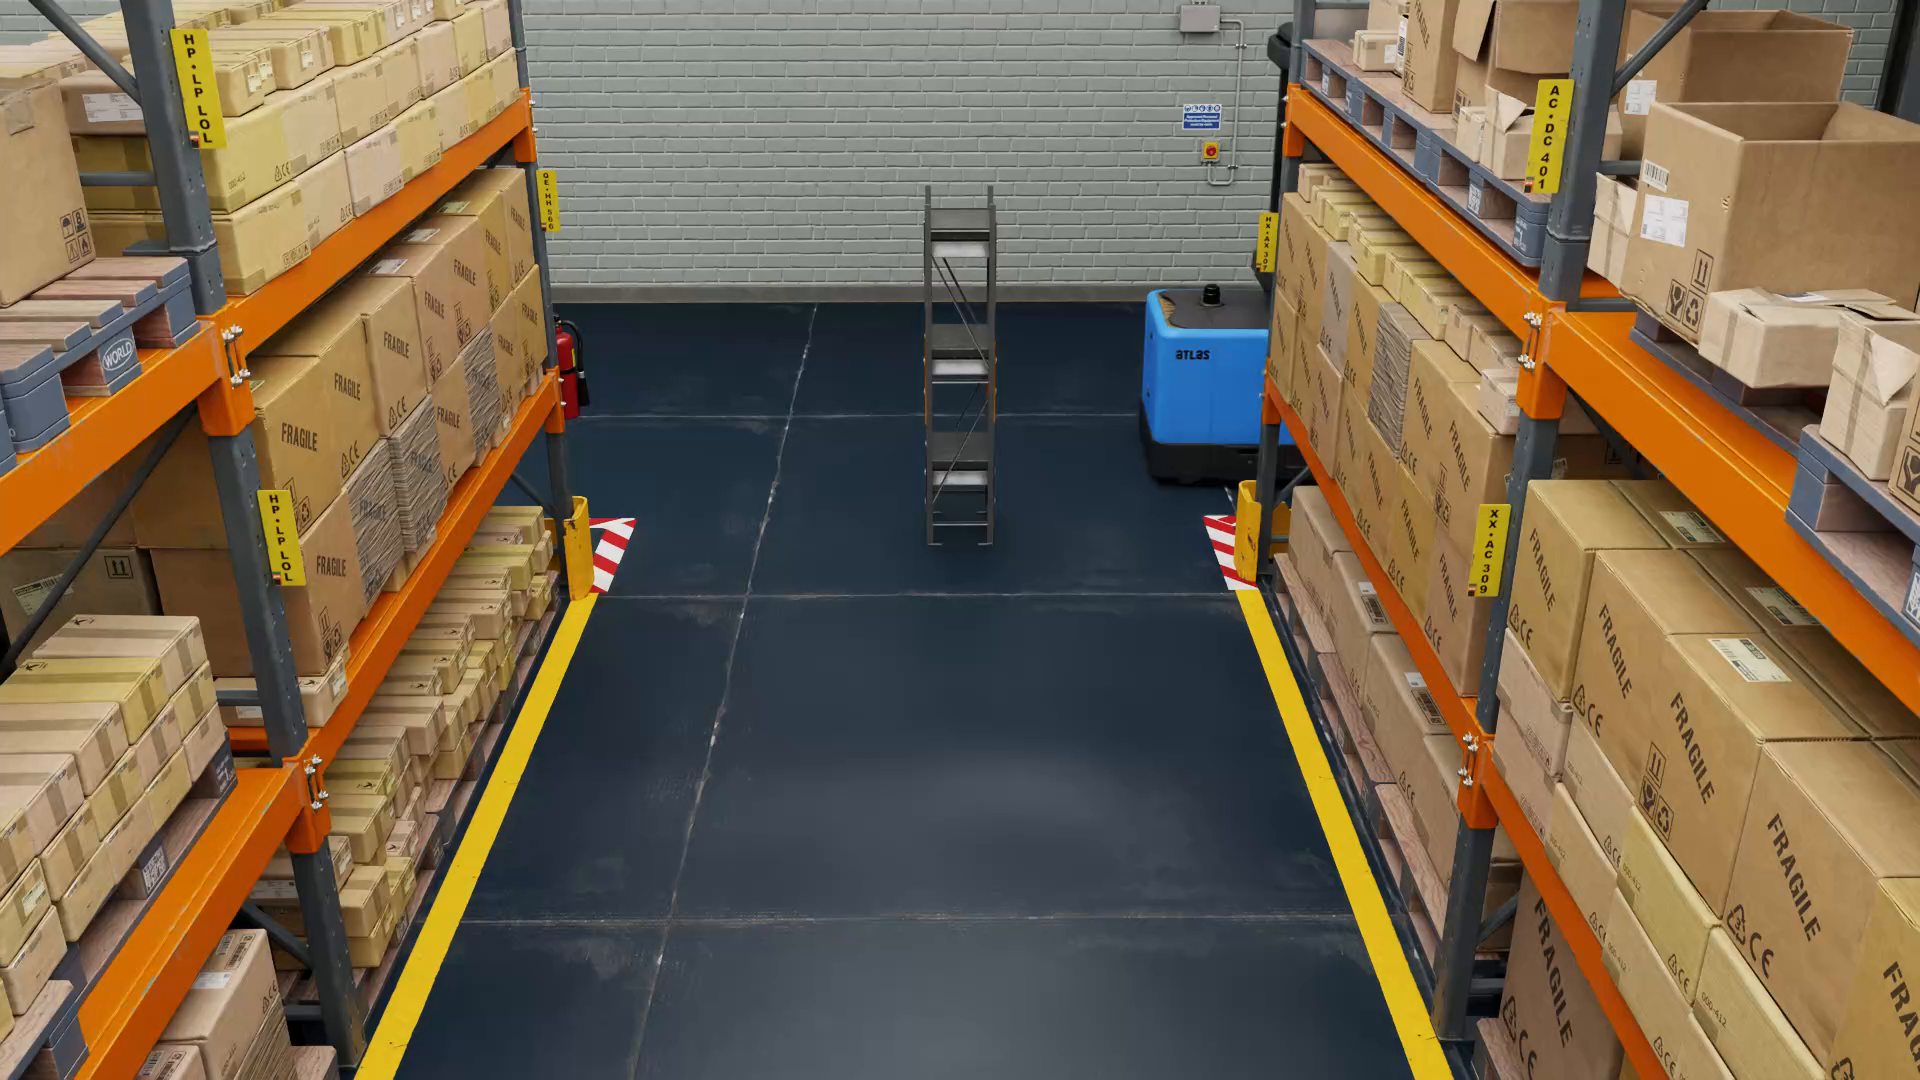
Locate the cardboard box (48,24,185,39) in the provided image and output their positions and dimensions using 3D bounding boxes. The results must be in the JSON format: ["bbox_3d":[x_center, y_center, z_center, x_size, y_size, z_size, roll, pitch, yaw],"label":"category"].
[{"bbox_3d":[-2.978,-1.738,5.905,0.380,0.149,0.250,-1,24,-3],"label":"cardboard box"}]

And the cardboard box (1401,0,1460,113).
[{"bbox_3d":[2.096,-2.003,6.647,0.500,0.500,0.500,0,24,0],"label":"cardboard box"}]

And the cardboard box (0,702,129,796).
[{"bbox_3d":[-2.477,0.561,4.444,0.380,0.149,0.250,-1,24,-2],"label":"cardboard box"}]

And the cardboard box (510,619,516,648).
[{"bbox_3d":[-2.474,0.519,8.413,0.380,0.149,0.250,0,24,0],"label":"cardboard box"}]

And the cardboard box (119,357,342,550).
[{"bbox_3d":[-2.443,-0.297,5.571,0.500,0.500,0.500,0,24,1],"label":"cardboard box"}]

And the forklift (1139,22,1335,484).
[{"bbox_3d":[2.781,-1.887,10.866,3.031,2.935,1.130,0,24,1],"label":"forklift"}]

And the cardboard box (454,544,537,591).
[{"bbox_3d":[-2.391,0.142,8.524,0.380,0.149,0.250,-1,24,-2],"label":"cardboard box"}]

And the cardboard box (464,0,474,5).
[{"bbox_3d":[-2.501,-2.592,7.792,0.380,0.149,0.250,0,24,0],"label":"cardboard box"}]

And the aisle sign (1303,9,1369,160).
[{"bbox_3d":[1.933,-2.398,8.758,0.394,0.787,0.004,0,24,-1],"label":"aisle sign"}]

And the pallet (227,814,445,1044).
[{"bbox_3d":[-2.724,1.521,6.631,1.003,0.211,1.213,0,24,-1],"label":"pallet"}]

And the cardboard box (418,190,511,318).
[{"bbox_3d":[-2.466,-1.362,7.925,0.500,0.500,0.500,-1,24,-2],"label":"cardboard box"}]

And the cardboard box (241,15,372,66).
[{"bbox_3d":[-2.409,-1.844,6.138,0.380,0.149,0.250,1,24,2],"label":"cardboard box"}]

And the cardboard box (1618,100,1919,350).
[{"bbox_3d":[1.987,-0.776,4.055,0.500,0.500,0.500,-1,24,-2],"label":"cardboard box"}]

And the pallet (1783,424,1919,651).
[{"bbox_3d":[2.236,0.105,2.968,1.003,0.211,1.213,1,24,2],"label":"pallet"}]

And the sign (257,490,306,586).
[{"bbox_3d":[-2.126,-0.005,5.215,0.100,0.325,0.005,0,24,-1],"label":"sign"}]

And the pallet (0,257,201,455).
[{"bbox_3d":[-2.781,-0.499,4.302,1.213,0.211,1.003,0,24,-1],"label":"pallet"}]

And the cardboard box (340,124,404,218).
[{"bbox_3d":[-2.423,-1.384,6.213,0.500,0.250,0.500,1,24,2],"label":"cardboard box"}]

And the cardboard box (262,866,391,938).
[{"bbox_3d":[-2.365,1.348,6.218,0.380,0.149,0.250,1,24,2],"label":"cardboard box"}]

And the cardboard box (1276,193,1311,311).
[{"bbox_3d":[1.944,-1.487,8.564,0.500,0.500,0.500,-1,24,-2],"label":"cardboard box"}]

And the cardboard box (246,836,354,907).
[{"bbox_3d":[-2.478,1.221,6.139,0.380,0.149,0.250,1,24,2],"label":"cardboard box"}]

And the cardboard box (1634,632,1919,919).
[{"bbox_3d":[2.021,0.561,4.036,0.500,0.500,0.500,-1,24,-2],"label":"cardboard box"}]

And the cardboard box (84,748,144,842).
[{"bbox_3d":[-2.476,0.688,4.522,0.380,0.149,0.250,1,24,2],"label":"cardboard box"}]

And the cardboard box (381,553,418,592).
[{"bbox_3d":[-2.424,0.091,6.713,0.380,0.149,0.250,0,24,0],"label":"cardboard box"}]

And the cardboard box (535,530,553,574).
[{"bbox_3d":[-2.434,0.067,9.051,0.380,0.149,0.250,-1,24,-2],"label":"cardboard box"}]

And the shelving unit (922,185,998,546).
[{"bbox_3d":[-0.002,-1.025,9.968,0.431,2.100,0.503,0,24,-1],"label":"shelving unit"}]

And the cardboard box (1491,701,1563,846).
[{"bbox_3d":[2.008,0.714,5.214,0.500,0.250,0.500,-1,24,-2],"label":"cardboard box"}]

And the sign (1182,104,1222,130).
[{"bbox_3d":[2.090,-3.657,14.367,0.327,0.218,0.001,0,24,-1],"label":"sign"}]

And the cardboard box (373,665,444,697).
[{"bbox_3d":[-2.506,0.678,7.338,0.380,0.149,0.250,-1,24,-3],"label":"cardboard box"}]

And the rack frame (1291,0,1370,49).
[{"bbox_3d":[2.224,-3.919,7.994,1.000,3.000,0.127,0,24,-1],"label":"rack frame"}]

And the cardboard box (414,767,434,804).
[{"bbox_3d":[-2.512,1.056,7.225,0.380,0.149,0.250,-1,24,-3],"label":"cardboard box"}]

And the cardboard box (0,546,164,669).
[{"bbox_3d":[-2.969,0.148,5.801,0.500,0.500,0.500,0,24,0],"label":"cardboard box"}]

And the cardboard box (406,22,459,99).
[{"bbox_3d":[-2.456,-2.037,7.049,0.500,0.250,0.500,0,24,0],"label":"cardboard box"}]

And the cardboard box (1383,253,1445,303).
[{"bbox_3d":[1.977,-1.087,6.893,0.380,0.149,0.250,0,24,-1],"label":"cardboard box"}]

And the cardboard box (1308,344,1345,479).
[{"bbox_3d":[1.963,-0.614,7.846,0.500,0.500,0.500,0,24,-1],"label":"cardboard box"}]

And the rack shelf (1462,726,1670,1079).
[{"bbox_3d":[2.289,1.615,3.912,1.077,0.370,4.000,0,24,-1],"label":"rack shelf"}]

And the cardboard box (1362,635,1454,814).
[{"bbox_3d":[2.357,0.811,7.417,0.875,0.438,0.875,-1,24,-2],"label":"cardboard box"}]

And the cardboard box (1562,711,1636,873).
[{"bbox_3d":[2.024,0.701,4.636,0.500,0.250,0.500,0,24,0],"label":"cardboard box"}]

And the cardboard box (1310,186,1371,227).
[{"bbox_3d":[1.913,-1.619,8.068,0.380,0.149,0.250,0,24,1],"label":"cardboard box"}]

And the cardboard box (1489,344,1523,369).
[{"bbox_3d":[2.051,-0.568,5.745,0.380,0.149,0.250,0,24,1],"label":"cardboard box"}]

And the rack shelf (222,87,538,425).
[{"bbox_3d":[-2.703,-1.336,6.797,1.077,0.370,4.000,0,24,-1],"label":"rack shelf"}]

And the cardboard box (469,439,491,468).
[{"bbox_3d":[-2.456,-0.454,7.919,0.380,0.149,0.250,-1,24,-3],"label":"cardboard box"}]

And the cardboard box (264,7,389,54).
[{"bbox_3d":[-2.425,-1.952,6.376,0.380,0.149,0.250,-1,24,-2],"label":"cardboard box"}]

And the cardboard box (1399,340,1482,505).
[{"bbox_3d":[1.989,-0.440,6.249,0.500,0.500,0.500,-1,24,-1],"label":"cardboard box"}]

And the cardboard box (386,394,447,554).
[{"bbox_3d":[-2.417,-0.271,6.727,0.500,0.500,0.500,-1,24,-2],"label":"cardboard box"}]

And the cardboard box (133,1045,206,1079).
[{"bbox_3d":[-2.428,1.650,4.575,0.500,0.250,0.500,1,24,2],"label":"cardboard box"}]

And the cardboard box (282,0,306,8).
[{"bbox_3d":[-2.924,-2.272,7.084,0.380,0.149,0.250,0,24,1],"label":"cardboard box"}]

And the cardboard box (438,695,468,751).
[{"bbox_3d":[-2.415,0.815,7.397,0.380,0.149,0.250,0,24,-1],"label":"cardboard box"}]

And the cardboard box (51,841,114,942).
[{"bbox_3d":[-2.472,0.926,4.358,0.380,0.149,0.250,-1,24,-3],"label":"cardboard box"}]

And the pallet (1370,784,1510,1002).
[{"bbox_3d":[2.337,1.420,6.855,1.003,0.211,1.213,0,24,-1],"label":"pallet"}]

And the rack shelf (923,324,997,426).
[{"bbox_3d":[-0.002,-1.012,9.974,0.431,0.518,0.480,0,24,-1],"label":"rack shelf"}]
